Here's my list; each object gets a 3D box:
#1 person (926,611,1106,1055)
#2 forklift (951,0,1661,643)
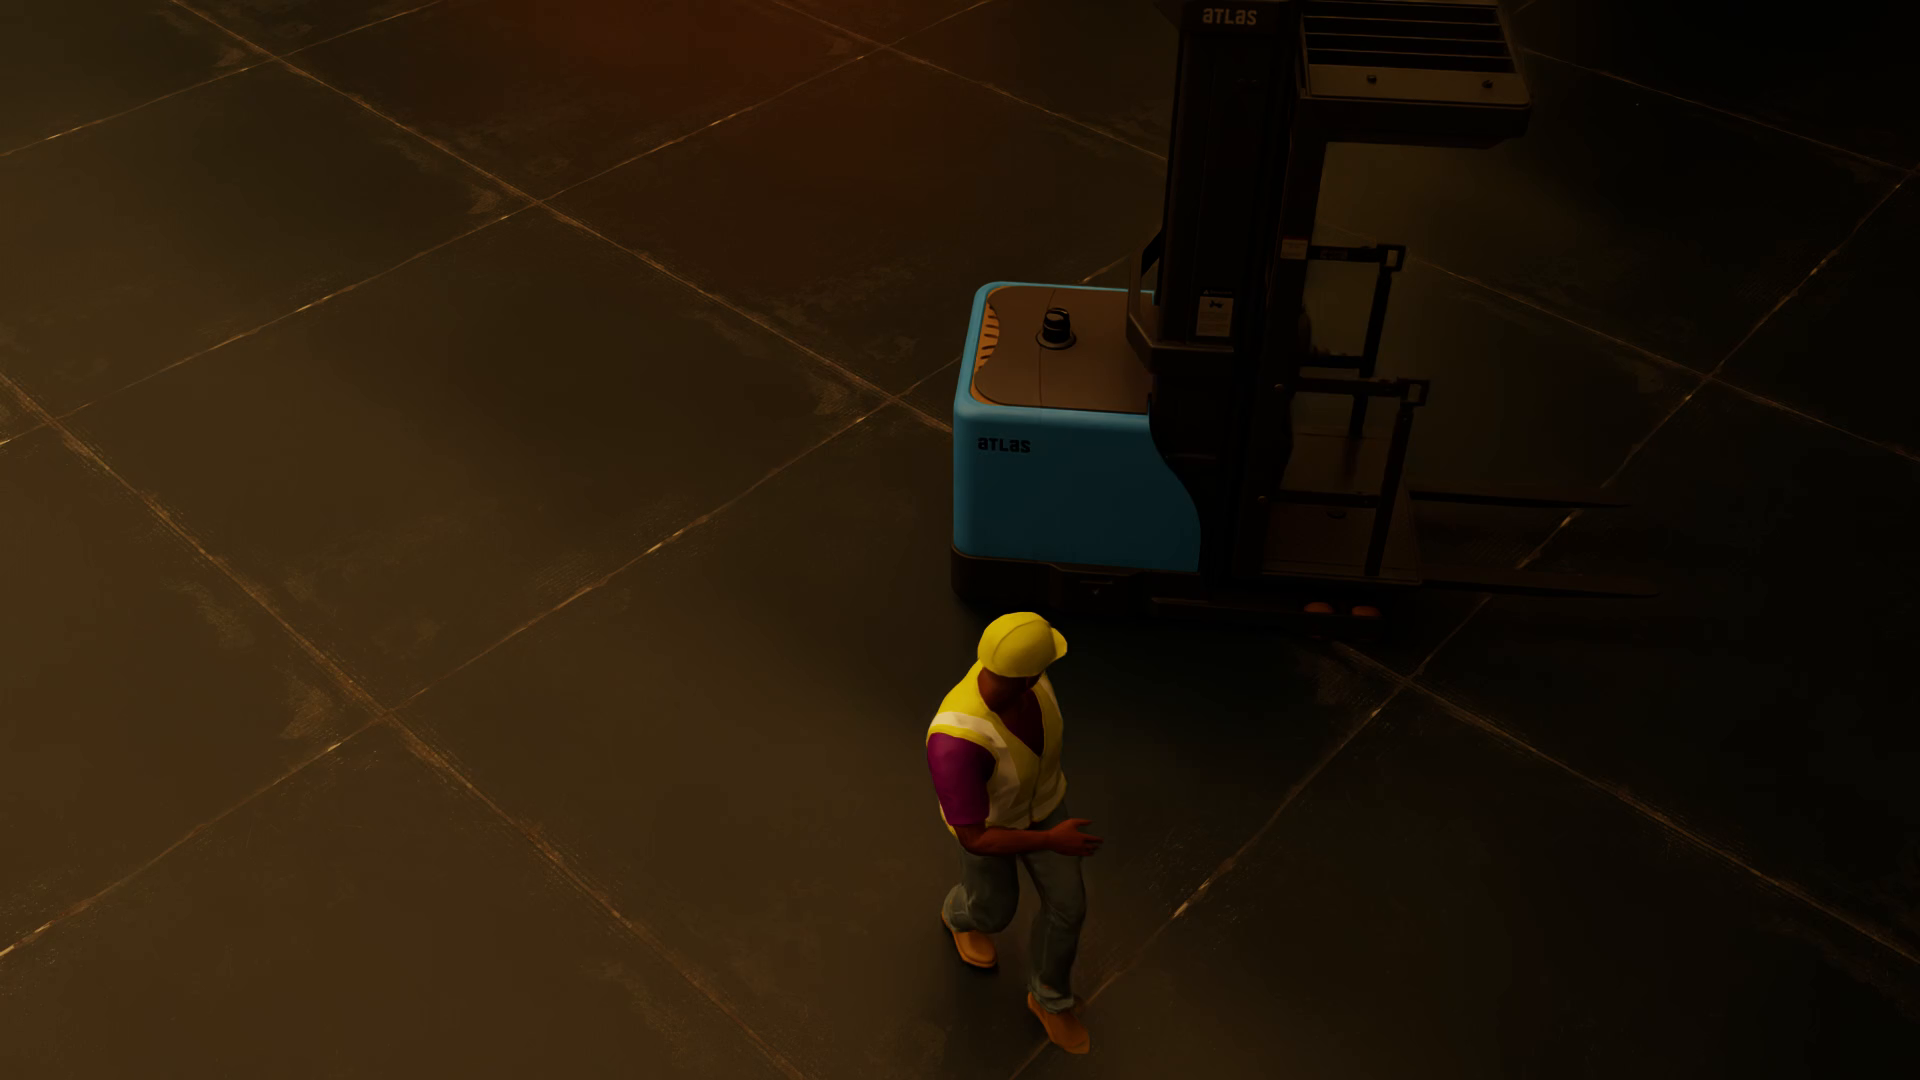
[{"bbox_3d":[0.139,0.889,5.375,0.604,1.741,0.934,-25,47,-26],"label":"person"},{"bbox_3d":[1.512,-1.037,6.637,3.031,2.935,1.130,4,41,5],"label":"forklift"}]
